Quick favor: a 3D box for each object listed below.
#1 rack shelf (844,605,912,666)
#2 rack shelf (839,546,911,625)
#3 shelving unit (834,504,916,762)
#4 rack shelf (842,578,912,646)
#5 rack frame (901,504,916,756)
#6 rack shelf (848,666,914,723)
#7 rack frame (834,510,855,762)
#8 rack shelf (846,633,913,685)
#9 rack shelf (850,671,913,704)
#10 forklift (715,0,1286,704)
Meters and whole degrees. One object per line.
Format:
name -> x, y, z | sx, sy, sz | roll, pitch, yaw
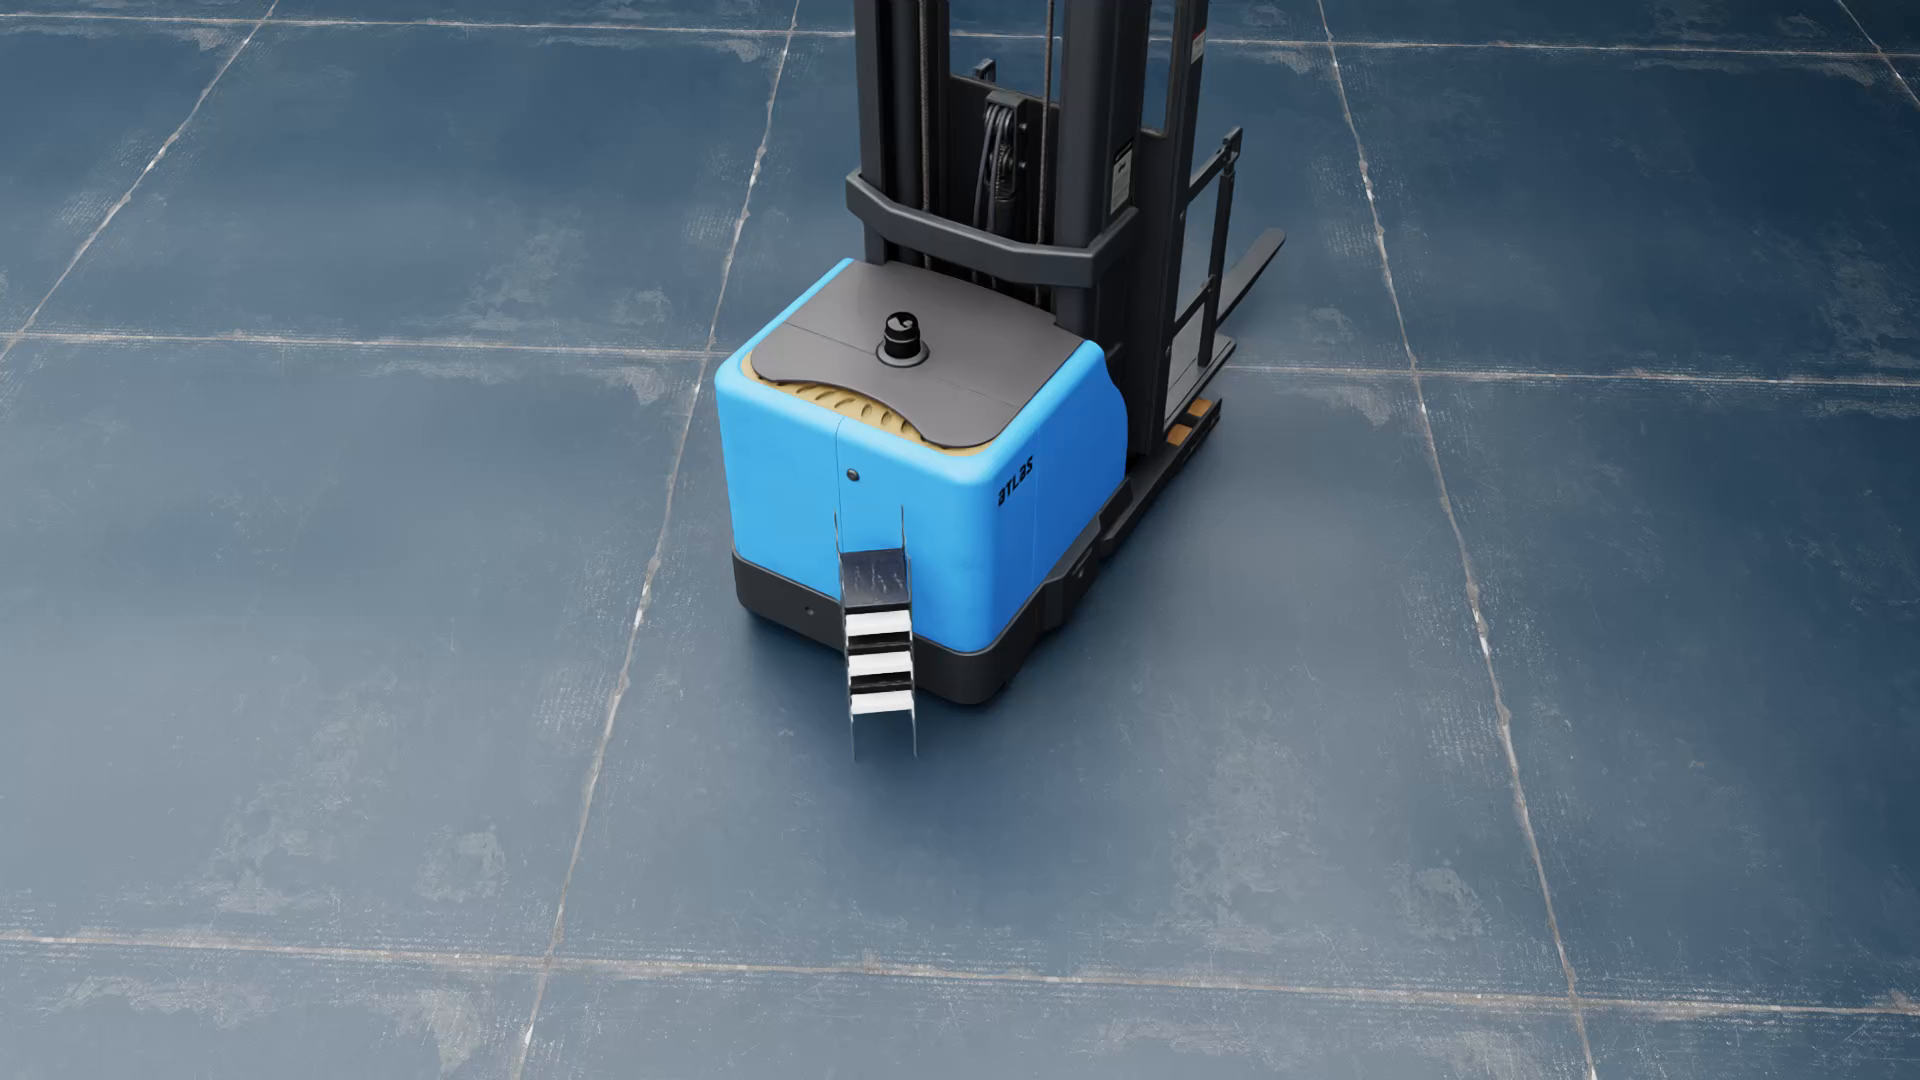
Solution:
rack shelf -> -0.262, 0.269, 5.217 | 0.200, 0.077, 0.258 | -5, 43, -5
rack shelf -> -0.263, 0.138, 5.095 | 0.200, 0.077, 0.258 | -5, 43, -5
shelving unit -> -0.262, 0.311, 5.256 | 0.210, 0.900, 0.258 | -5, 43, -5
rack shelf -> -0.263, 0.203, 5.156 | 0.200, 0.077, 0.258 | -5, 43, -5
rack frame -> -0.162, 0.302, 5.265 | 0.006, 0.900, 0.240 | -5, 43, -5
rack shelf -> -0.262, 0.467, 5.402 | 0.200, 0.077, 0.258 | -5, 43, -5
rack frame -> -0.363, 0.319, 5.247 | 0.006, 0.900, 0.240 | -5, 43, -5
rack shelf -> -0.262, 0.335, 5.279 | 0.200, 0.077, 0.258 | -5, 43, -5
rack shelf -> -0.262, 0.401, 5.340 | 0.200, 0.077, 0.258 | -5, 43, -5
forklift -> 0.390, -1.513, 5.723 | 1.130, 2.935, 3.031 | 22, 47, 22
